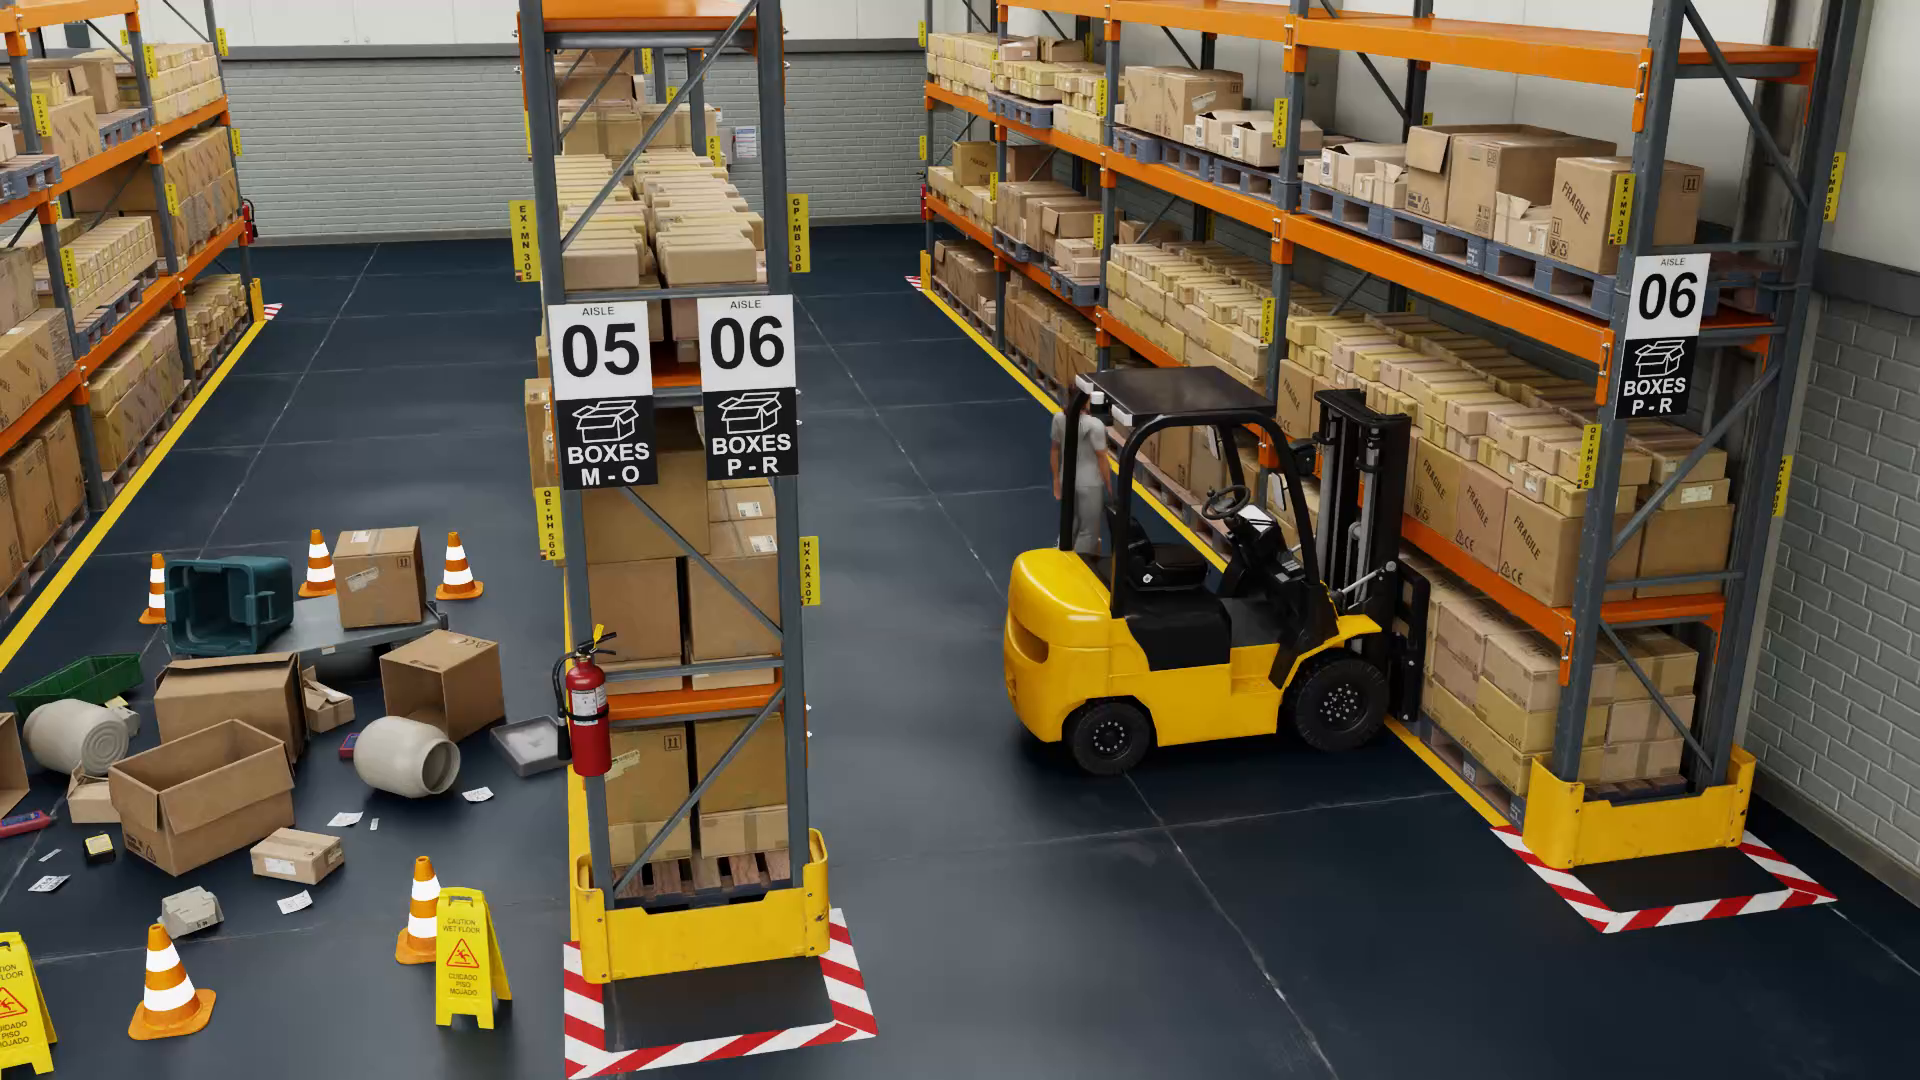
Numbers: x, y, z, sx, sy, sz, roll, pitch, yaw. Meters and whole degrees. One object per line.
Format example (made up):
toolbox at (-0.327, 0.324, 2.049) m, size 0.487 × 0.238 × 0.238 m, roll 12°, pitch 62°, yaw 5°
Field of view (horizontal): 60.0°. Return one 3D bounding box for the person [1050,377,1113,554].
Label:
person at (0.899, -0.406, 12.153) m, size 0.454 × 1.663 × 0.461 m, roll 18°, pitch 26°, yaw 41°
